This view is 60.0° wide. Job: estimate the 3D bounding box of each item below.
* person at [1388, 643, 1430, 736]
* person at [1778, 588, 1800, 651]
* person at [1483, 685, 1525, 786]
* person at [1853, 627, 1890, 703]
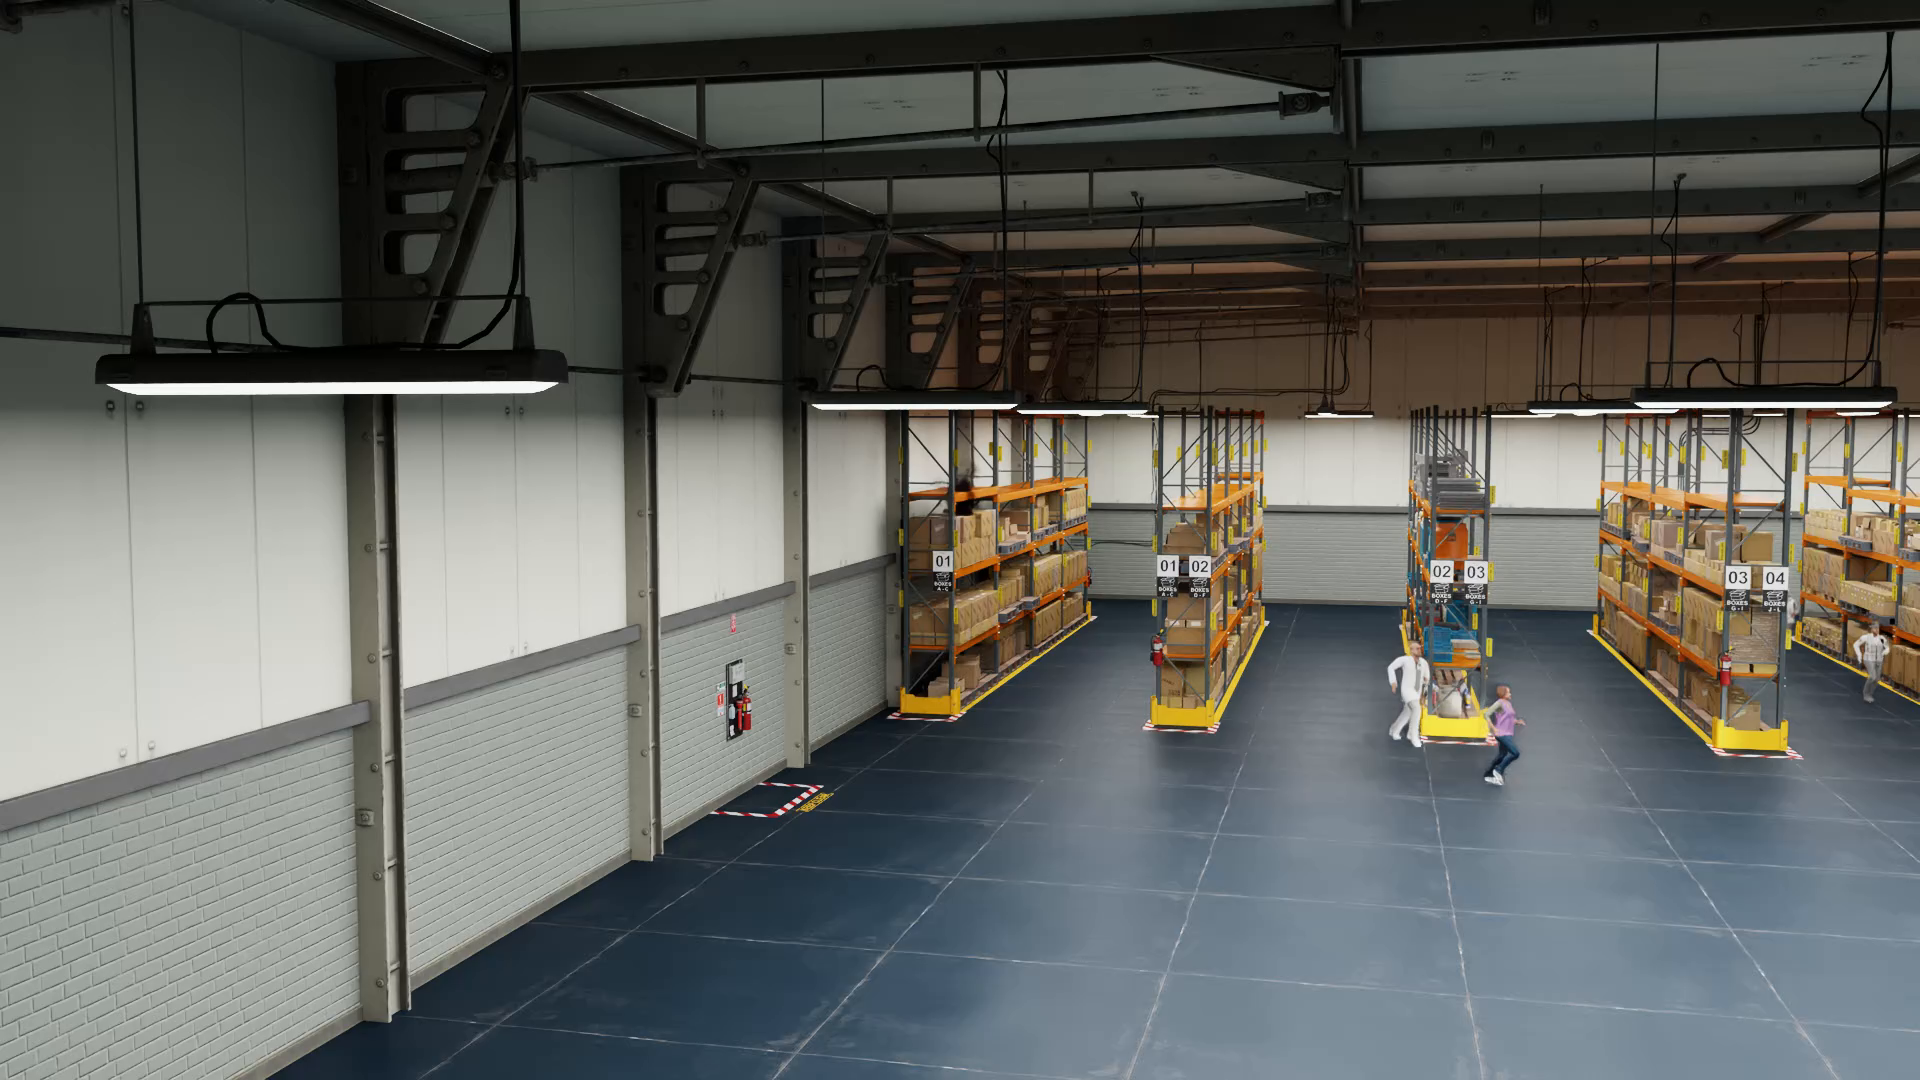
[{"bbox_3d":[8.029,2.655,29.537,0.692,1.648,0.734,-2,5,-28],"label":"person"},{"bbox_3d":[19.781,1.949,39.860,0.636,1.675,0.660,1,4,17],"label":"person"},{"bbox_3d":[8.507,3.053,25.979,0.635,1.563,0.509,3,5,36],"label":"person"},{"bbox_3d":[18.469,2.486,33.634,0.587,1.629,0.589,0,4,4],"label":"person"}]
